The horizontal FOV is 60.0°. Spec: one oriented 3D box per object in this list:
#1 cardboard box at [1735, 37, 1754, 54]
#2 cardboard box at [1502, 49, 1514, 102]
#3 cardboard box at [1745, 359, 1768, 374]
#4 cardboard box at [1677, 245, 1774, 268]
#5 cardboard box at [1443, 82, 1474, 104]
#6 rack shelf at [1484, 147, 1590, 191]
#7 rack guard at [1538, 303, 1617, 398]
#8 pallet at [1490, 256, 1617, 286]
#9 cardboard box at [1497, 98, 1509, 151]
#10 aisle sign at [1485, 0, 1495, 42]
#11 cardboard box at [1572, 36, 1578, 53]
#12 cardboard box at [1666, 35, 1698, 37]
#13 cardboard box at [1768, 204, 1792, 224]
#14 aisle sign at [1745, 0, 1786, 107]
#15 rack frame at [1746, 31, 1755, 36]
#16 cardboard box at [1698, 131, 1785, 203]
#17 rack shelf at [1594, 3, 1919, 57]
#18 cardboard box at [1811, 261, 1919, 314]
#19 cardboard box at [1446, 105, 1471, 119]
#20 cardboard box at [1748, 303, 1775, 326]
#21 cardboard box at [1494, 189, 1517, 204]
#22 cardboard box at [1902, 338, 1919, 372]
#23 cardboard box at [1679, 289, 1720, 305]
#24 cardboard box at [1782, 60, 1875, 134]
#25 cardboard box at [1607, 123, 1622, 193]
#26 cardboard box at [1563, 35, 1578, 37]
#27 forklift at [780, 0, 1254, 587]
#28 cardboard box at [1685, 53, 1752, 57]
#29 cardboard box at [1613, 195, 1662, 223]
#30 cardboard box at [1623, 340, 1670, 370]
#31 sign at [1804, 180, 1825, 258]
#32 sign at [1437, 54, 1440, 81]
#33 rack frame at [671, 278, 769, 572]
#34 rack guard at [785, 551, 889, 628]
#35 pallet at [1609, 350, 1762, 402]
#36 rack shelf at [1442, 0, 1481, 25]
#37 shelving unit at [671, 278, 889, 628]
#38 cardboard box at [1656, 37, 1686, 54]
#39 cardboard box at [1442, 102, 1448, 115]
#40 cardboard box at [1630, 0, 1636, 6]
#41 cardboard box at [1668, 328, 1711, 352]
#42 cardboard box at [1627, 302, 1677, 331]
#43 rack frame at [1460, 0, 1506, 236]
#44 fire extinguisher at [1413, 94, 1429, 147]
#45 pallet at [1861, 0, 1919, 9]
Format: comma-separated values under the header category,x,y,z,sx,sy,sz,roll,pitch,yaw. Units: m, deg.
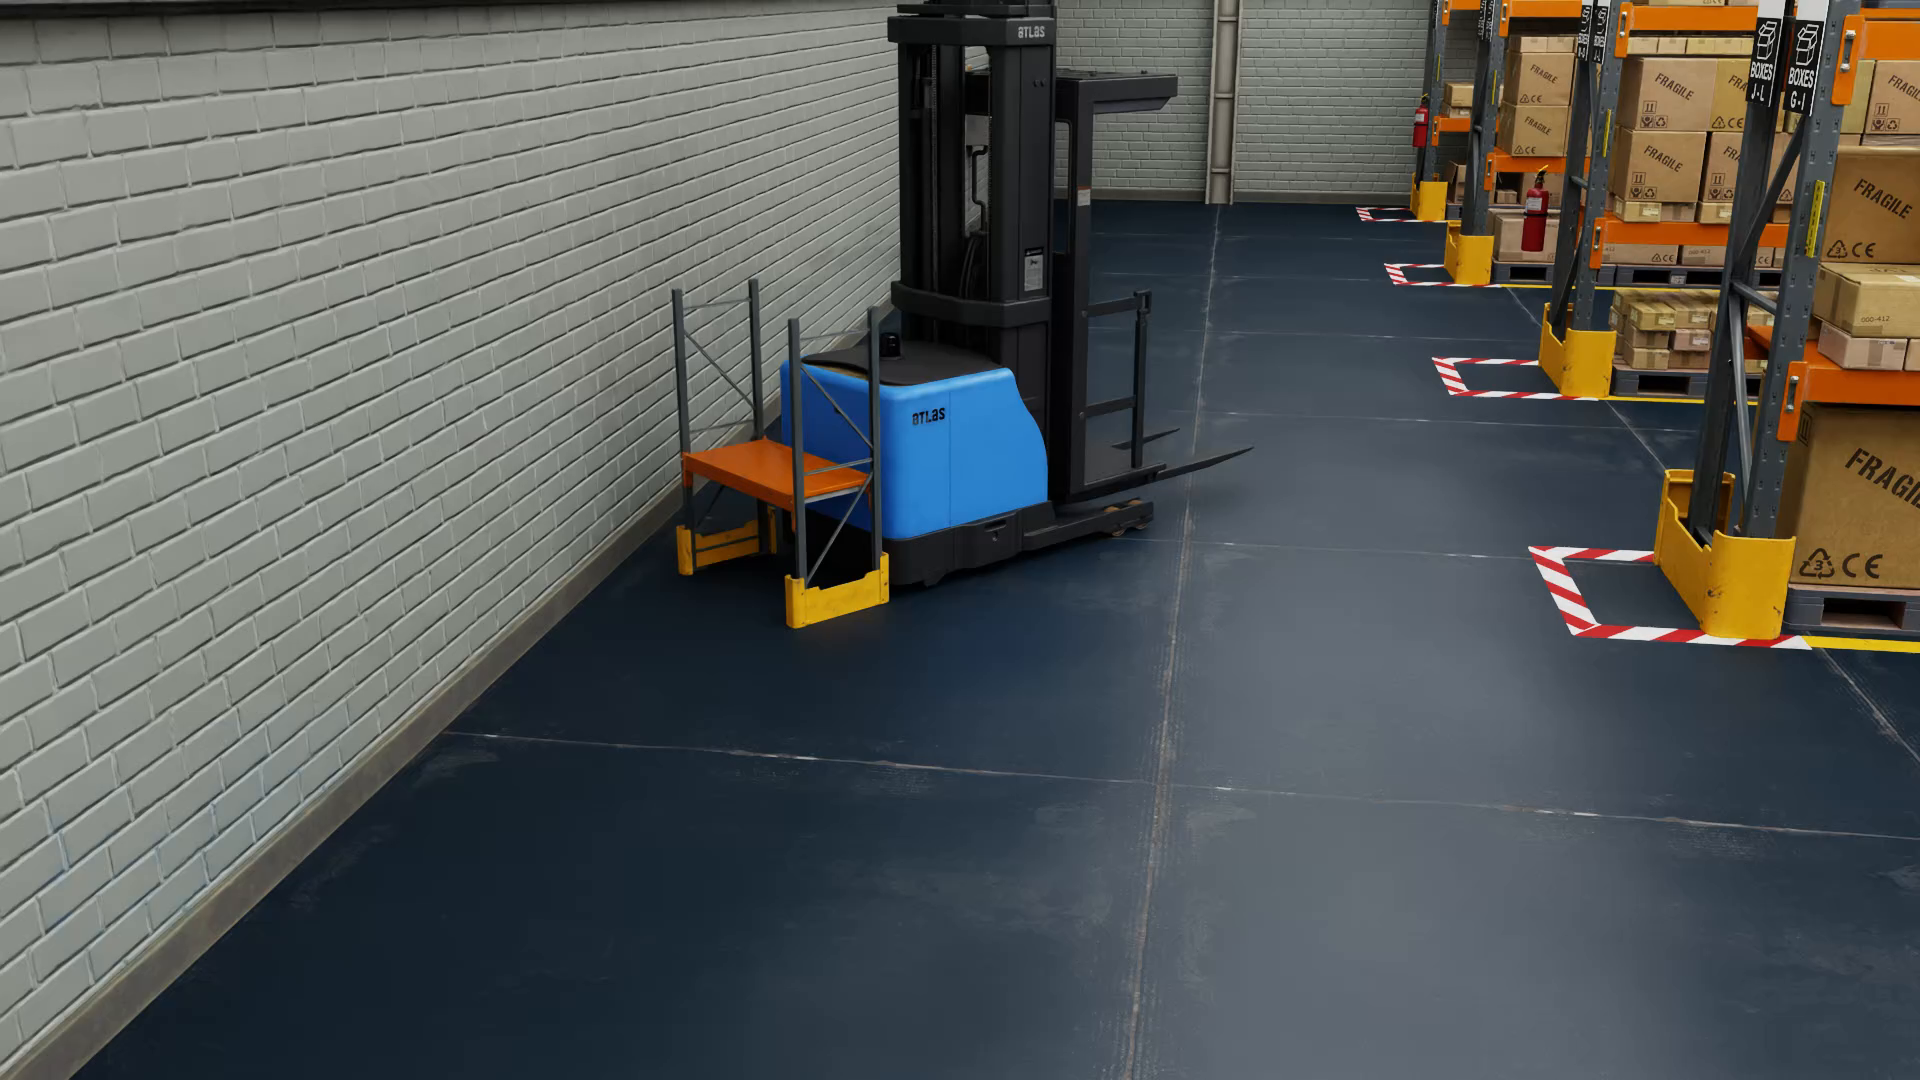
category,x,y,z,sx,sy,sz,roll,pitch,yaw
cardboard box,7.758,-4.866,16.364,0.250,0.149,0.380,3,19,7
cardboard box,5.929,-4.810,17.219,0.500,0.500,0.500,4,19,10
cardboard box,5.949,-1.358,12.466,0.250,0.149,0.380,3,19,9
cardboard box,7.878,-3.131,17.311,0.875,0.438,0.875,2,19,7
cardboard box,6.695,-5.924,22.047,0.500,0.250,0.500,3,19,10
rack shelf,7.390,-3.797,17.057,4.000,0.370,1.077,3,19,9
rack guard,4.805,-1.493,12.979,0.348,0.500,1.175,3,19,9
pallet,6.217,-2.900,17.639,1.213,0.211,1.003,3,19,9
cardboard box,5.933,-4.345,17.403,0.500,0.500,0.500,3,19,9
aisle sign,5.298,-5.384,16.570,0.004,0.787,0.394,3,19,9
cardboard box,6.230,-4.923,16.534,0.250,0.149,0.380,4,19,10
cardboard box,7.326,-5.046,16.902,0.250,0.149,0.380,4,19,10
cardboard box,6.054,-2.423,12.213,0.250,0.149,0.380,3,19,8
aisle sign,3.820,-2.464,7.844,0.004,0.787,0.394,3,19,9
rack frame,10.148,-5.592,21.290,0.127,3.000,1.000,3,19,9
cardboard box,5.662,-2.743,12.147,0.500,0.500,0.500,3,19,9
rack shelf,6.704,-3.663,11.931,4.000,0.370,1.077,3,19,9
cardboard box,4.364,-1.263,8.117,0.500,0.250,0.500,3,19,8
cardboard box,6.480,-5.572,21.625,0.250,0.149,0.380,3,19,8
cardboard box,5.971,-1.664,12.441,0.250,0.149,0.380,2,19,6
cardboard box,7.201,-4.547,21.996,0.250,0.149,0.380,2,19,6
cardboard box,4.395,-0.881,7.605,0.250,0.149,0.380,3,19,8
cardboard box,5.807,-1.861,13.031,0.250,0.149,0.380,3,19,7
cardboard box,6.140,-3.183,11.887,0.500,0.500,0.500,2,19,7
cardboard box,5.214,-2.929,12.704,0.500,0.500,0.500,3,19,10
cardboard box,6.324,-5.121,17.124,0.250,0.149,0.380,3,19,8
forklift,0.472,-1.522,9.232,3.031,2.935,1.130,-16,24,-39
cardboard box,5.721,-3.375,12.460,0.500,0.500,0.500,2,19,7
cardboard box,4.998,-2.445,12.278,0.250,0.149,0.380,3,19,8
cardboard box,5.196,-1.403,12.601,0.250,0.149,0.380,3,19,10
sign,3.749,-1.408,7.296,0.005,0.325,0.100,3,19,9
sign,6.113,-6.034,21.246,0.005,0.325,0.100,3,19,9
rack frame,-1.246,-0.593,8.711,0.500,1.500,0.032,-15,24,-38
rack guard,-0.600,0.241,8.188,0.587,0.250,0.087,-15,24,-38
pallet,5.601,-1.304,12.869,1.213,0.211,1.003,3,19,9
rack shelf,8.173,-6.774,21.229,4.000,0.370,1.077,3,19,9
shelving unit,-0.922,-0.472,8.350,0.587,1.500,1.083,-15,24,-38
cardboard box,7.000,-4.893,16.444,0.250,0.149,0.380,3,19,9
cardboard box,6.568,-5.742,22.133,0.250,0.149,0.380,3,19,8
cardboard box,5.221,-4.094,12.321,0.500,0.250,0.500,3,19,7
cardboard box,5.468,-1.533,12.519,0.250,0.149,0.380,3,19,8
cardboard box,5.193,-1.679,12.488,0.250,0.149,0.380,2,19,6
rack frame,5.415,-4.239,17.243,0.127,3.000,1.000,3,19,9
fire extinguisher,5.980,-5.443,21.552,0.183,0.674,0.296,3,19,9
pallet,4.577,-2.480,7.401,1.213,0.211,1.003,3,19,9
